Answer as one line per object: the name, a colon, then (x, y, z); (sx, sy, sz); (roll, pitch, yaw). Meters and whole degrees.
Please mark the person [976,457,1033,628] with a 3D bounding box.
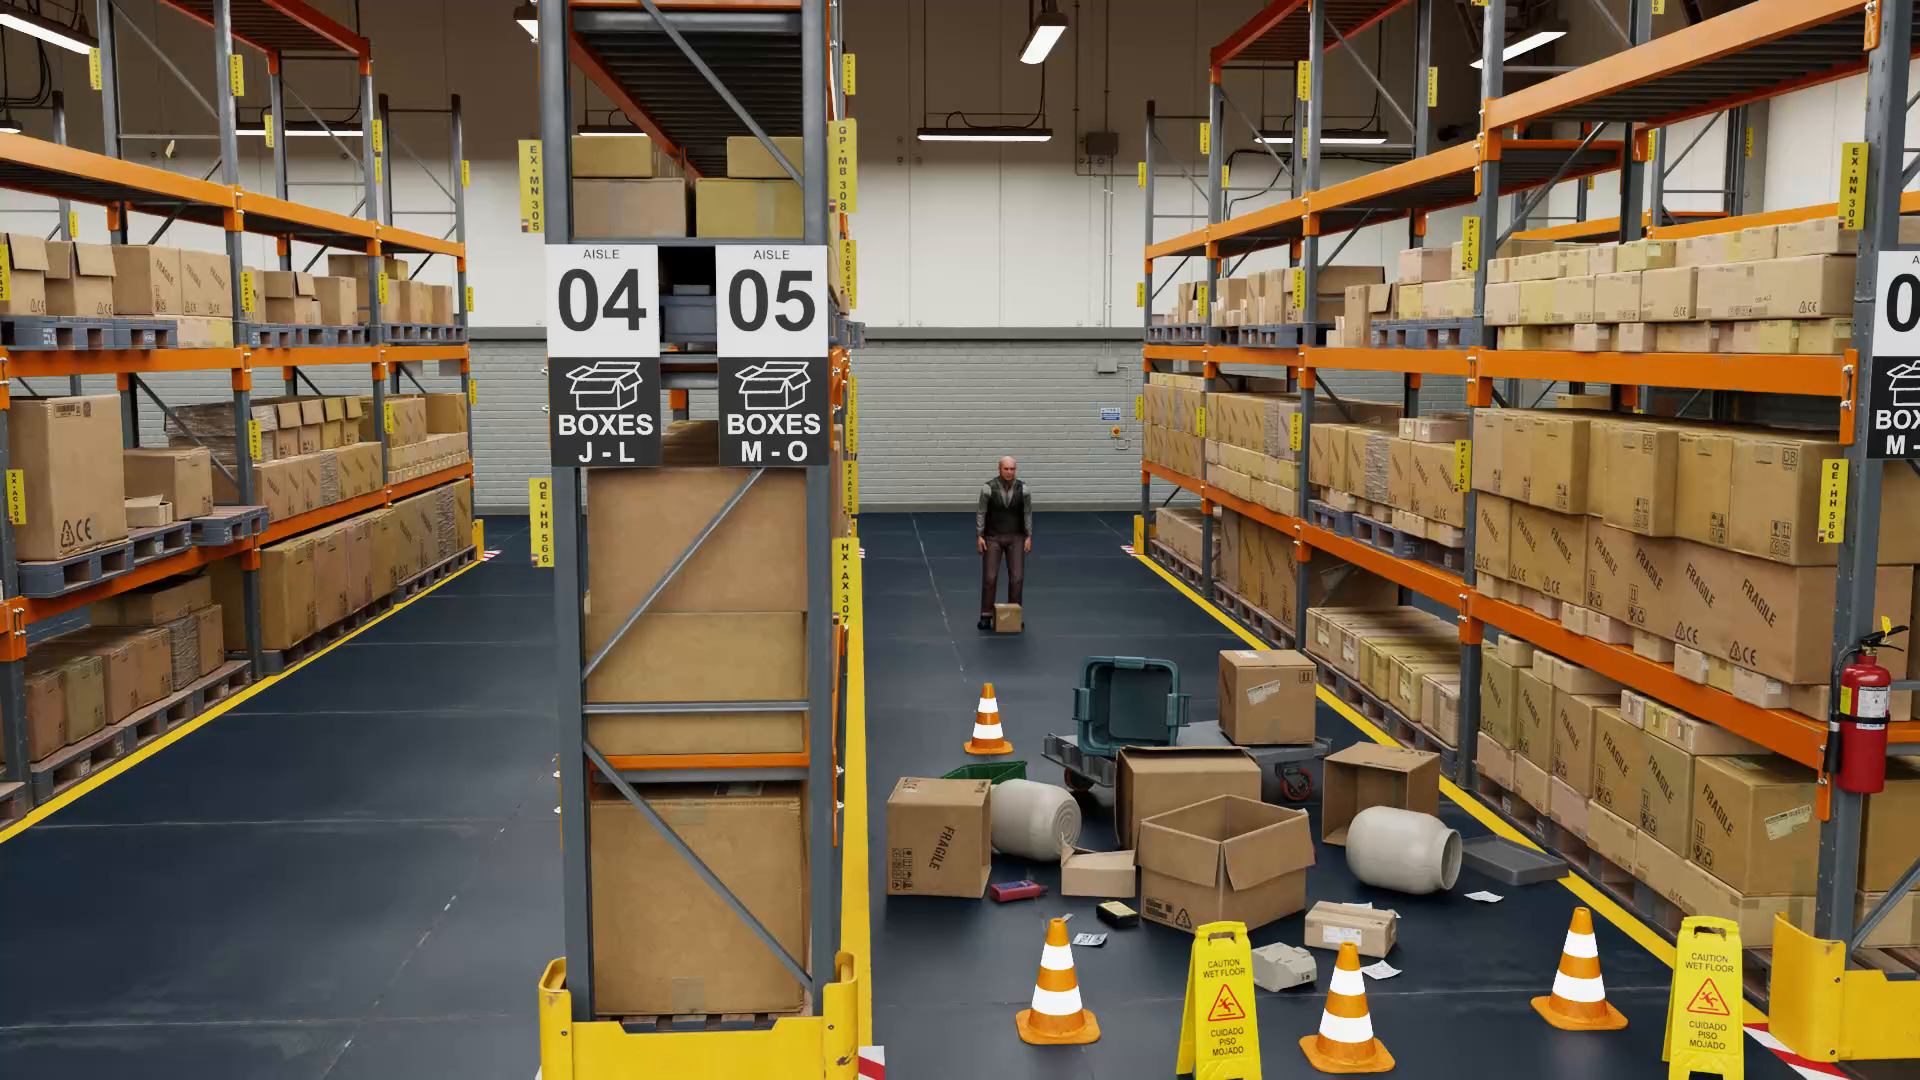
person: (0.445, 0.013, 16.741); (0.579, 1.719, 0.422); (-1, 7, -6)
